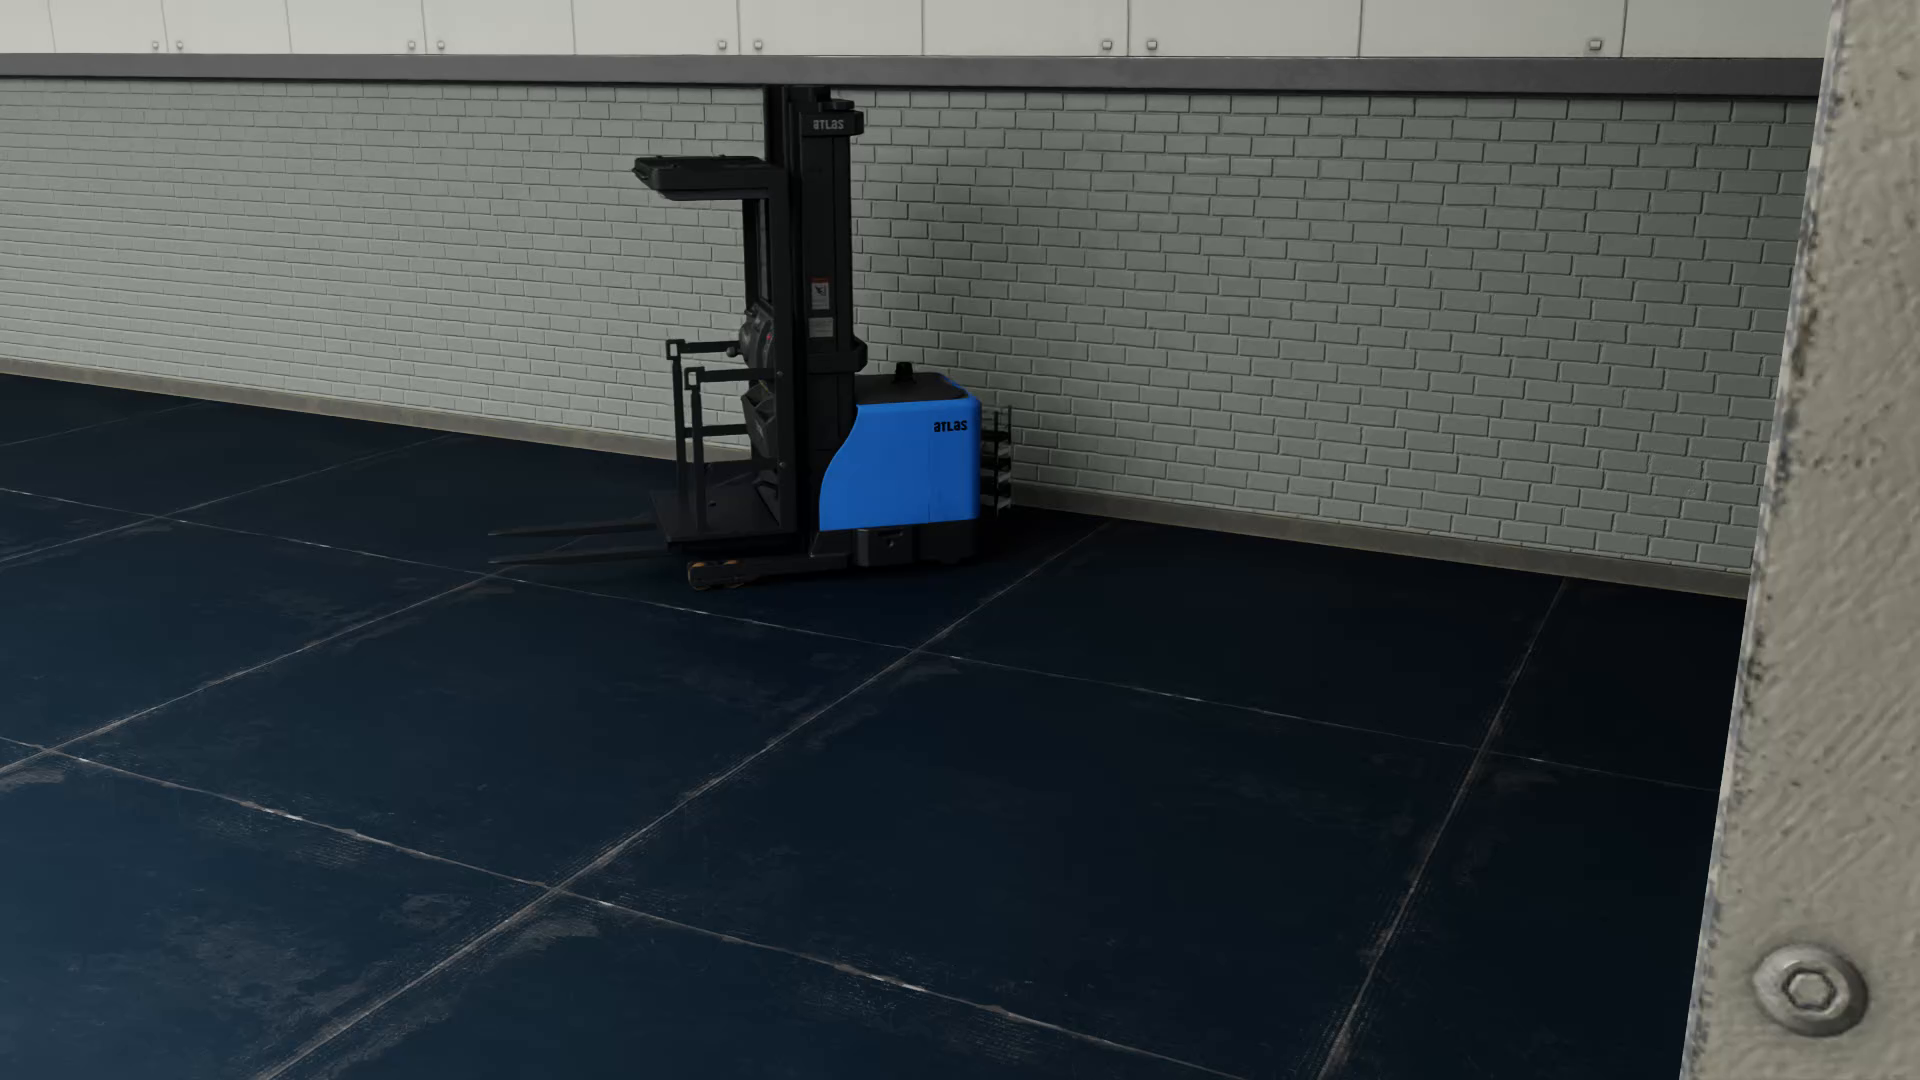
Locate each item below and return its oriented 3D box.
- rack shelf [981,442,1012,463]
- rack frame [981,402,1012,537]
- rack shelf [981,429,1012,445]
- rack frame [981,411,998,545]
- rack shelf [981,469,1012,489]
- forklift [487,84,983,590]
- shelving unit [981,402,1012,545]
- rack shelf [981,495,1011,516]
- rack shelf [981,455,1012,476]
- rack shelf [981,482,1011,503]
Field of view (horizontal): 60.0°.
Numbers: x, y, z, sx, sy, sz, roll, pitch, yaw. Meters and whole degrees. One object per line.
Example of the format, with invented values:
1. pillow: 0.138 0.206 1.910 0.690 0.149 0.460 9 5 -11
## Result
1. rack shelf: 0.184 -0.582 10.961 0.258 0.077 0.200 8 19 26
2. rack frame: 0.231 -0.468 11.089 0.240 0.900 0.006 8 19 26
3. rack shelf: 0.184 -0.669 10.935 0.258 0.077 0.200 8 19 26
4. rack frame: 0.137 -0.416 10.916 0.240 0.900 0.006 8 19 26
5. rack shelf: 0.184 -0.410 11.012 0.258 0.077 0.200 8 19 26
6. forklift: -1.431 -1.266 10.213 3.031 2.935 1.130 -5 17 -15
7. shelving unit: 0.184 -0.442 11.003 0.258 0.900 0.210 8 19 26
8. rack shelf: 0.184 -0.237 11.064 0.258 0.077 0.200 8 19 26
9. rack shelf: 0.184 -0.496 10.987 0.258 0.077 0.200 8 19 26
10. rack shelf: 0.184 -0.324 11.038 0.258 0.077 0.200 8 19 26
